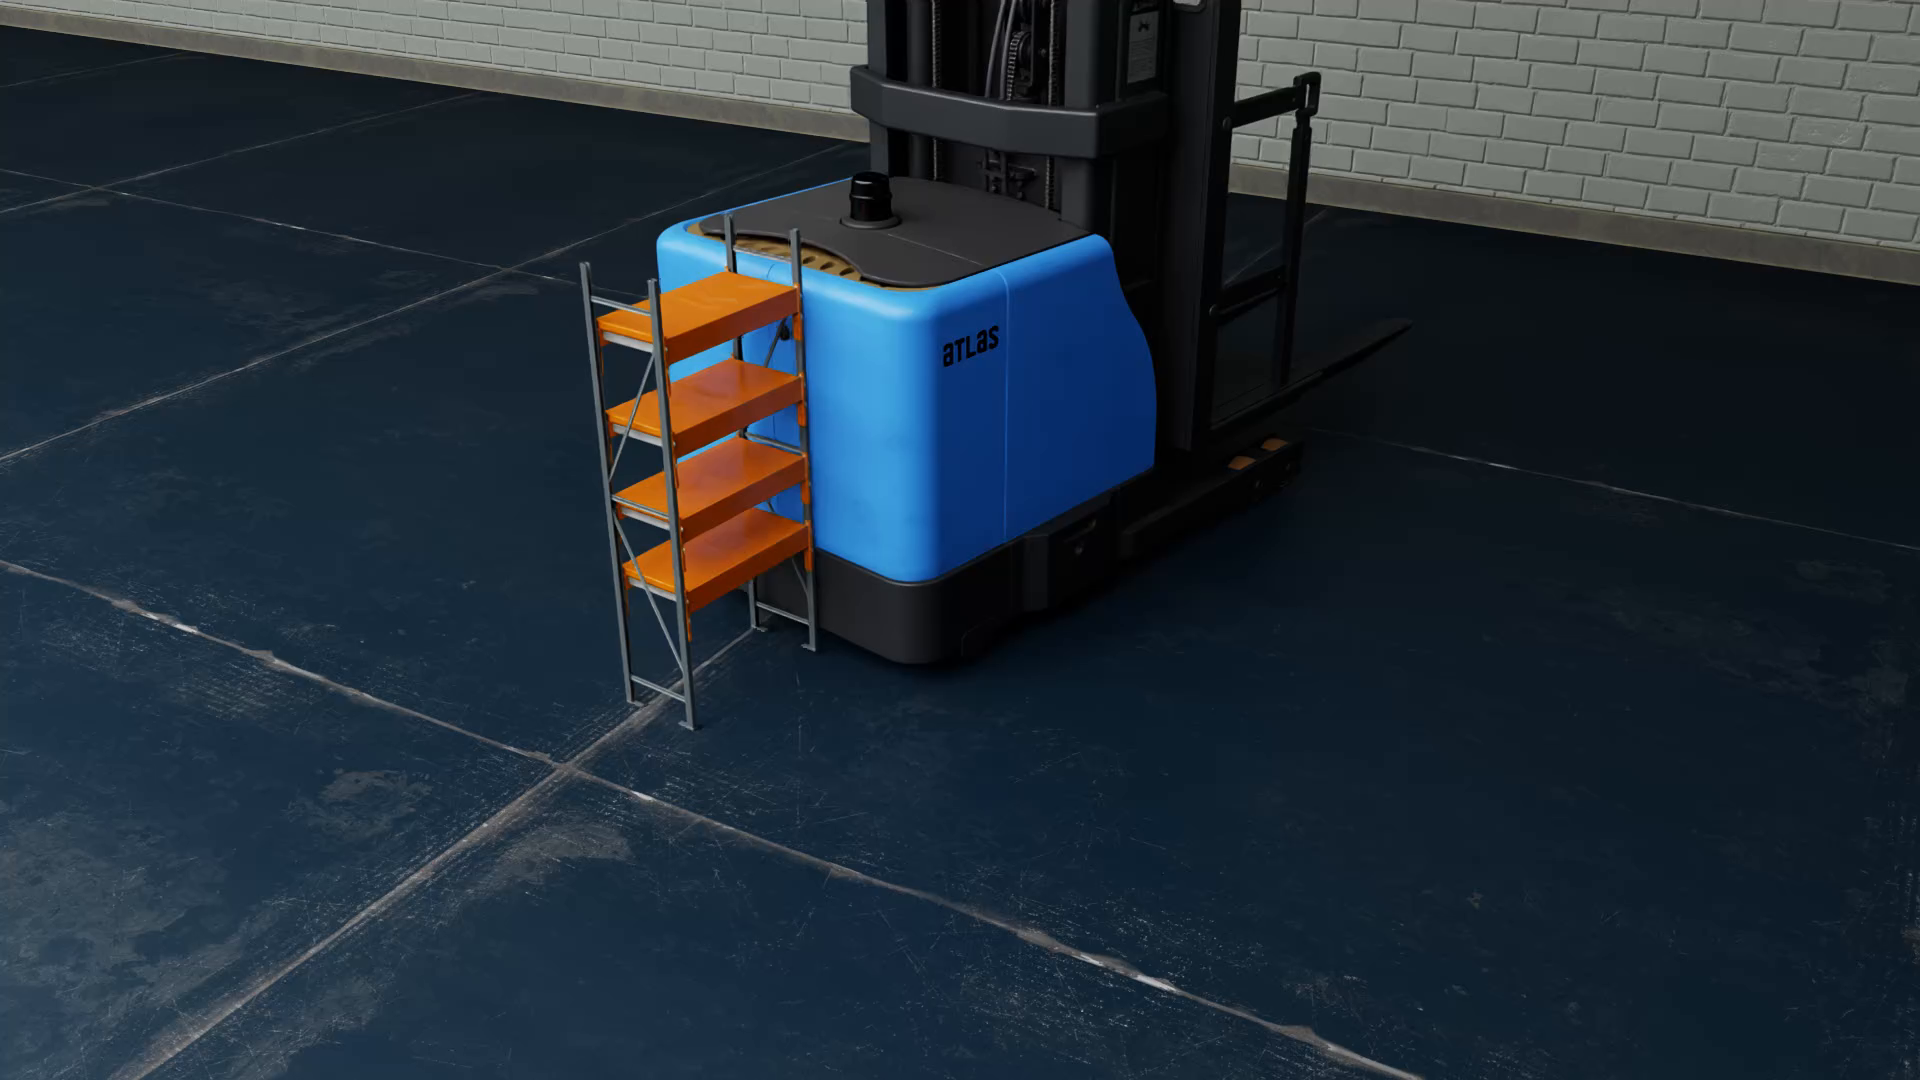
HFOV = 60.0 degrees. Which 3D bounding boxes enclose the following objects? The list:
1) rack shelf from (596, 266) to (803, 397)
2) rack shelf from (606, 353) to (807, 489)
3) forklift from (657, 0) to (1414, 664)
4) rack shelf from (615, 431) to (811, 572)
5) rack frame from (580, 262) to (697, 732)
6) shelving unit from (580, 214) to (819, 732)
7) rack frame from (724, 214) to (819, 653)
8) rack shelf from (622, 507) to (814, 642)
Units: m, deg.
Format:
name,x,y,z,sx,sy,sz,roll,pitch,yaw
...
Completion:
name,x,y,z,sx,sy,sz,roll,pitch,yaw
rack shelf,-0.637,-0.518,4.063,0.258,0.148,0.480,18,32,31
rack shelf,-0.637,-0.307,4.170,0.258,0.148,0.480,18,32,31
forklift,0.504,-1.557,5.085,1.130,2.935,3.031,22,34,37
rack shelf,-0.637,-0.107,4.271,0.258,0.148,0.480,18,32,31
rack frame,-0.778,-0.077,4.063,0.240,1.200,0.015,18,32,31
shelving unit,-0.637,-0.167,4.241,0.258,1.200,0.503,18,32,31
rack frame,-0.495,-0.257,4.418,0.240,1.200,0.015,18,32,31
rack shelf,-0.636,0.070,4.361,0.258,0.148,0.480,18,32,31
